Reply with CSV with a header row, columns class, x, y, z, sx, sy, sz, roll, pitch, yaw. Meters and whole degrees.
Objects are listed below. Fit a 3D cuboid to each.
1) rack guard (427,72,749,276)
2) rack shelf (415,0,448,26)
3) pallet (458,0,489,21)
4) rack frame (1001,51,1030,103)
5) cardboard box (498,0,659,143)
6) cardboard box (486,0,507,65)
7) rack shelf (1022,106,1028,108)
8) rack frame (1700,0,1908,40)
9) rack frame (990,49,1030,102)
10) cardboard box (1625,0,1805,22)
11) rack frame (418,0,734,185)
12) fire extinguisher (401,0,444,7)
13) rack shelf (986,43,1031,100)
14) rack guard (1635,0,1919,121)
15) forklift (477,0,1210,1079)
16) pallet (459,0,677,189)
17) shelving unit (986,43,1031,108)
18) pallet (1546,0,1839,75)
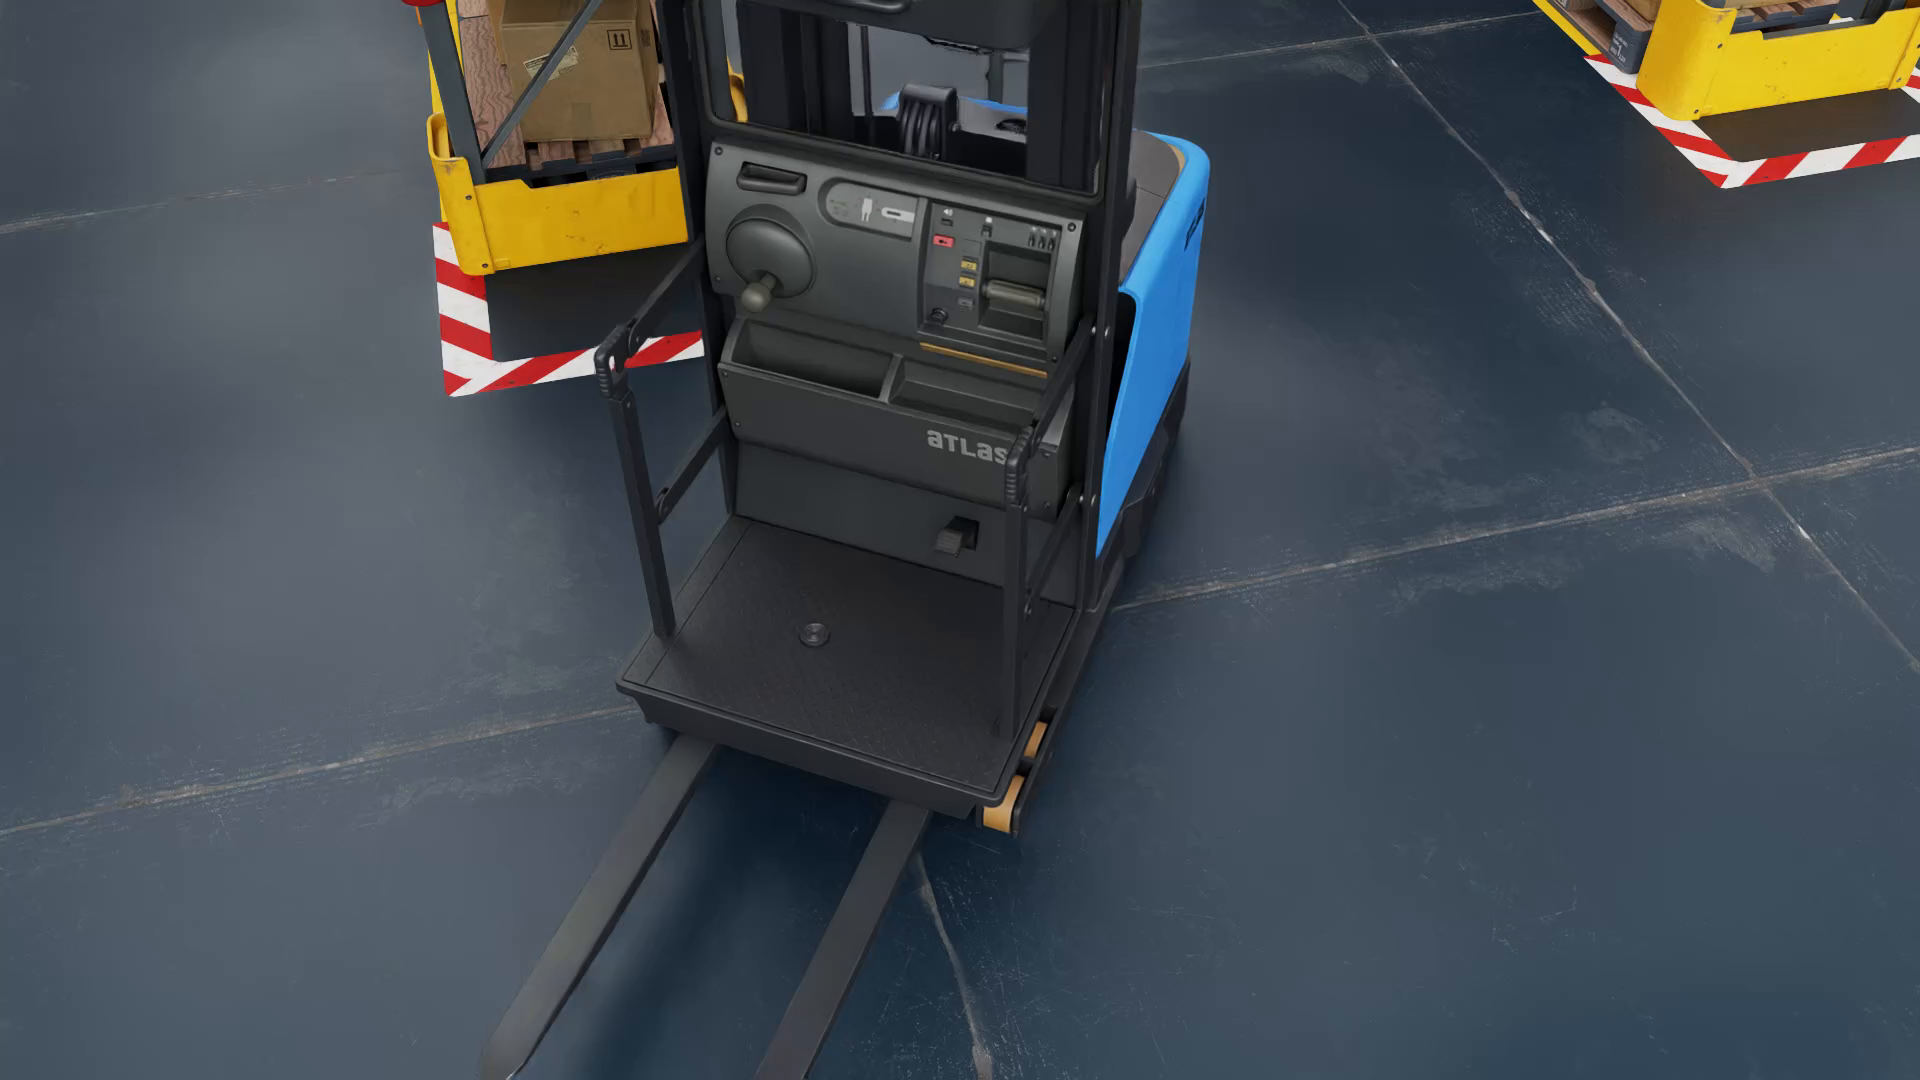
class,x,y,z,sx,sy,sz,roll,pitch,yaw
rack guard,-1.343,-1.379,6.251,1.175,0.500,0.348,-11,47,-10
rack shelf,-1.835,-3.330,6.917,1.077,0.370,4.000,-11,47,-10
pallet,-1.825,-2.685,7.734,1.003,0.211,1.213,-11,47,-10
rack frame,0.322,-1.684,5.850,0.400,1.500,0.023,2,46,2
cardboard box,-1.467,-1.907,6.475,0.500,0.500,0.500,-3,46,-3
cardboard box,-1.653,-2.314,6.873,0.500,0.500,0.500,0,46,0
rack shelf,0.308,-1.195,5.827,0.431,0.370,0.720,2,46,2
rack frame,3.497,-3.038,6.127,1.000,3.000,0.127,-11,47,-10
rack frame,0.293,-1.162,5.338,0.400,1.500,0.023,2,46,2
cardboard box,3.260,-2.897,7.183,0.875,0.875,0.875,-10,47,-10
rack frame,-1.323,-2.201,5.307,1.000,3.000,0.127,-11,47,-10
fire extinguisher,-1.739,-2.011,5.174,0.296,0.674,0.183,-11,47,-10
rack shelf,0.308,-1.696,5.316,0.431,0.370,0.720,2,46,2
rack guard,3.504,-2.147,7.004,1.175,0.500,0.348,-11,47,-10
forklift,-0.243,-0.582,3.769,1.130,2.935,3.031,15,47,14
pallet,-1.516,-1.845,6.910,1.003,0.211,1.213,-11,47,-10
shelving unit,0.308,-1.423,5.594,0.431,1.500,0.755,2,46,2
pallet,3.217,-2.600,7.650,1.003,0.211,1.213,-11,47,-10
